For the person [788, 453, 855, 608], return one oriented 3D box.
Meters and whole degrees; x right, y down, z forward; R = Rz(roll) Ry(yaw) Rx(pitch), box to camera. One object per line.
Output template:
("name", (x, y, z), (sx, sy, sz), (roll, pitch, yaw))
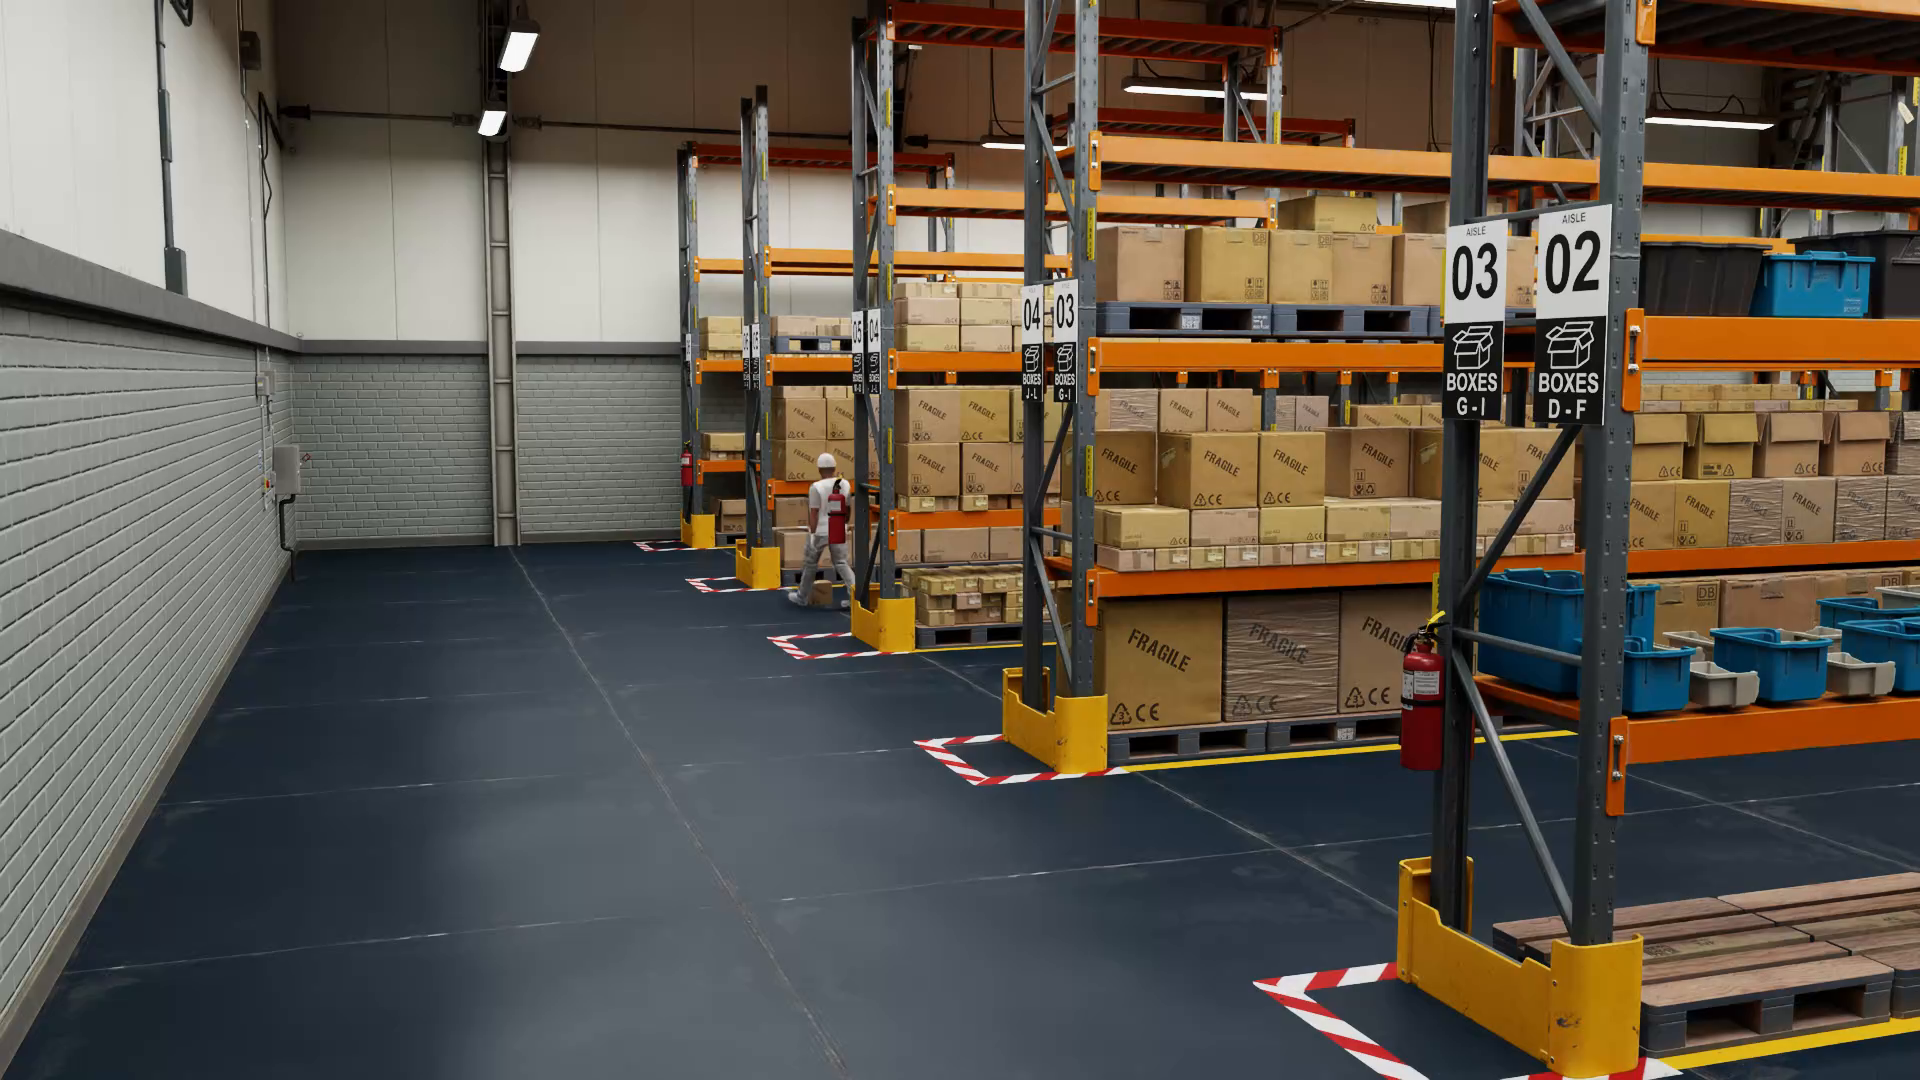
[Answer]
("person", (-1.504, -0.100, 18.434), (0.584, 1.735, 1.049), (-4, 7, -34))
